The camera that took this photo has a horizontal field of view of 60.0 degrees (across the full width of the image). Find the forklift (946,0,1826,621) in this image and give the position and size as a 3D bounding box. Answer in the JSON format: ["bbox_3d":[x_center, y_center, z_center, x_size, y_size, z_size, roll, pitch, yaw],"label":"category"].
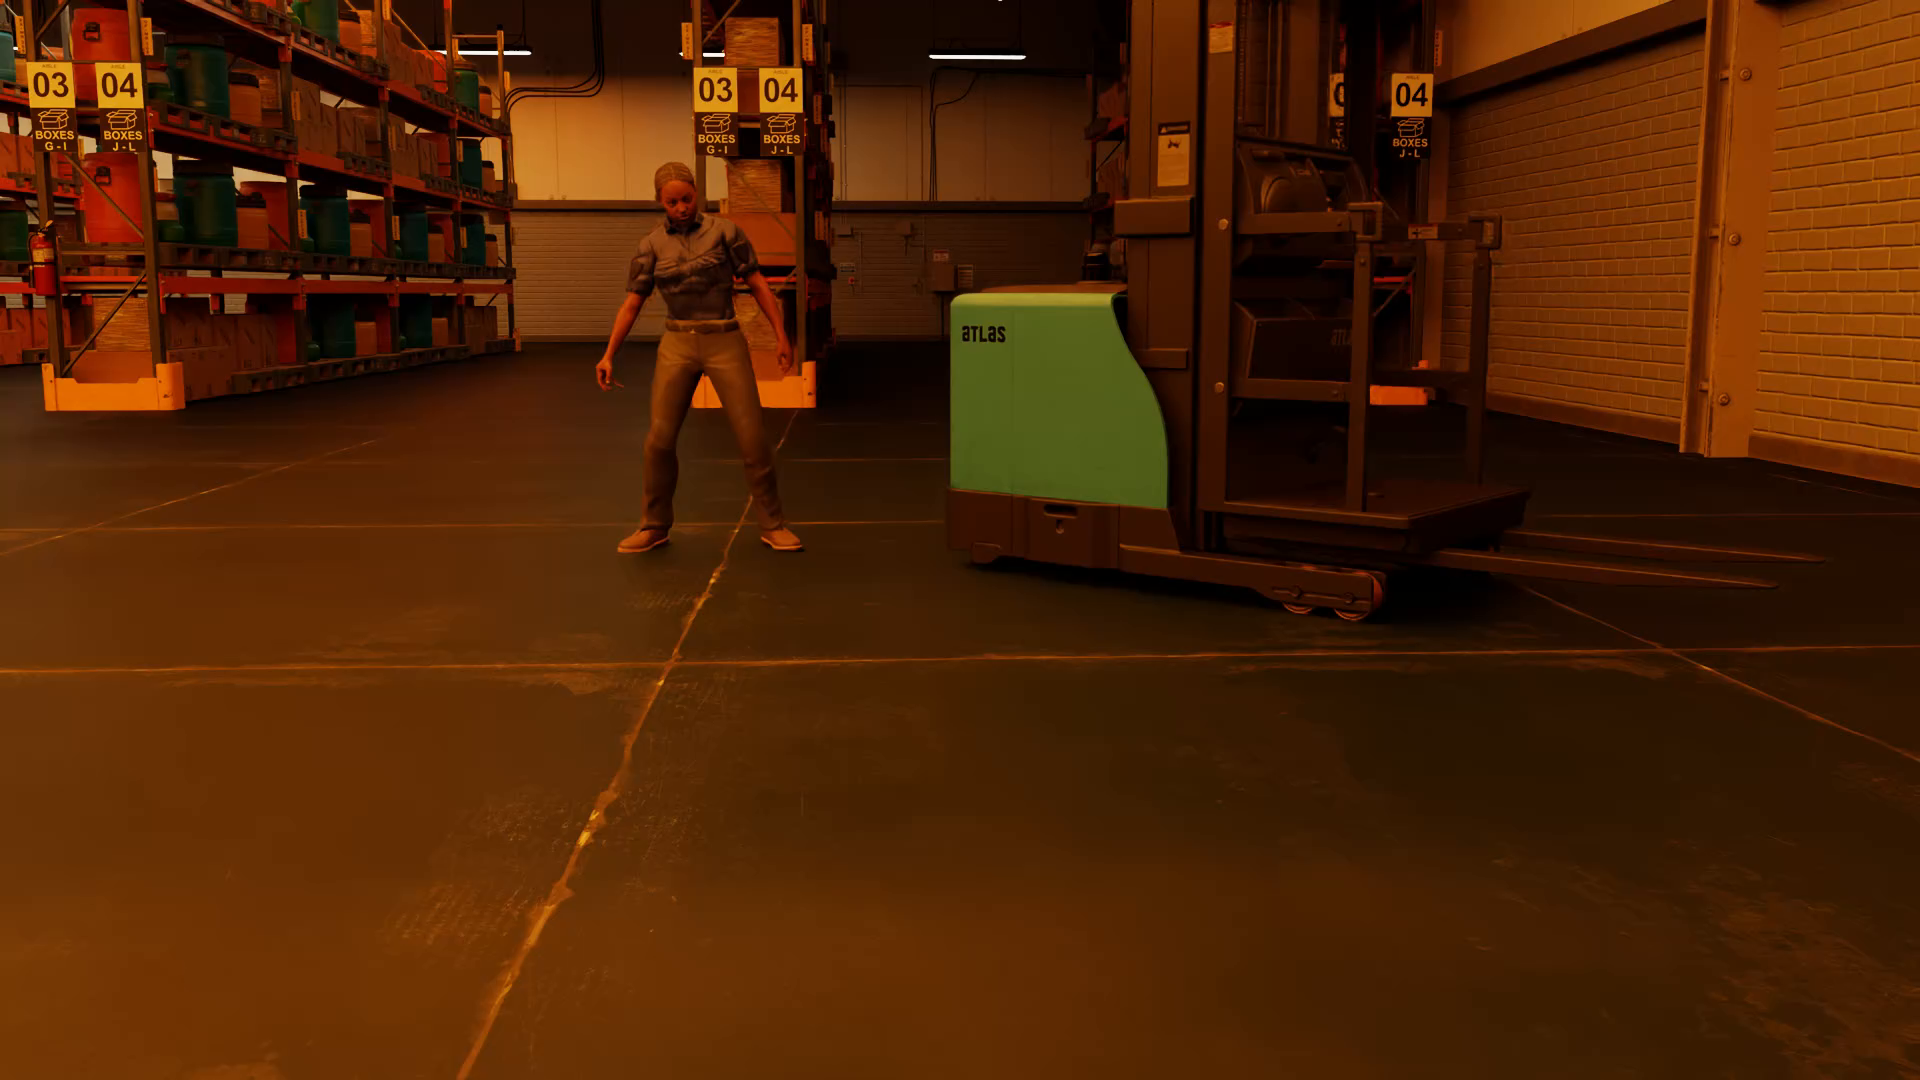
[{"bbox_3d":[1.411,-1.269,5.874,3.031,2.935,1.130,7,11,38],"label":"forklift"}]

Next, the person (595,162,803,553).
[{"bbox_3d":[-1.082,-0.748,6.936,0.838,1.609,0.345,0,8,0],"label":"person"}]
